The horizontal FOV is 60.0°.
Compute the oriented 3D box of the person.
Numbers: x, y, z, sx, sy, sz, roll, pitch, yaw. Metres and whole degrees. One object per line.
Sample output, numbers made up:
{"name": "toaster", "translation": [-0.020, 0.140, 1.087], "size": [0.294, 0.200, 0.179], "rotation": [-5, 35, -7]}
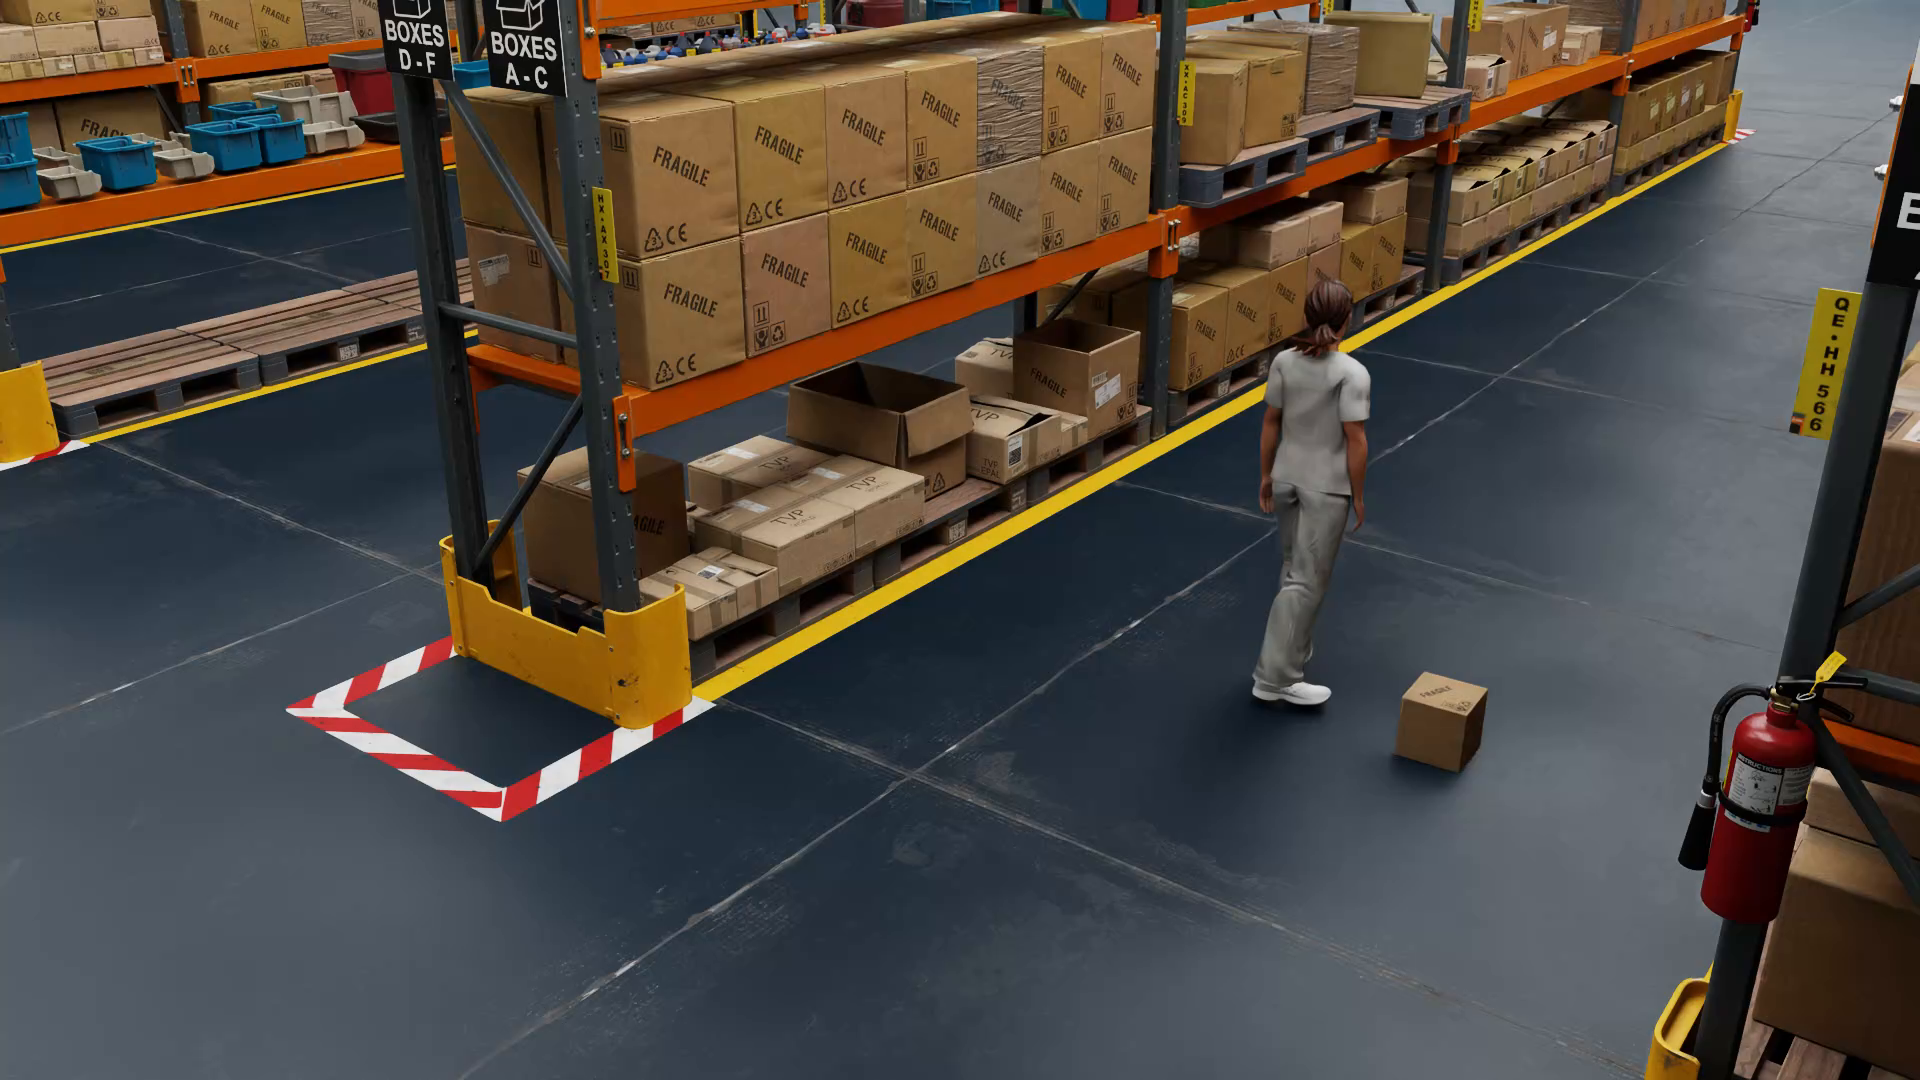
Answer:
{"name": "person", "translation": [1.365, -0.179, 6.522], "size": [0.558, 1.664, 0.500], "rotation": [-19, 30, -37]}
